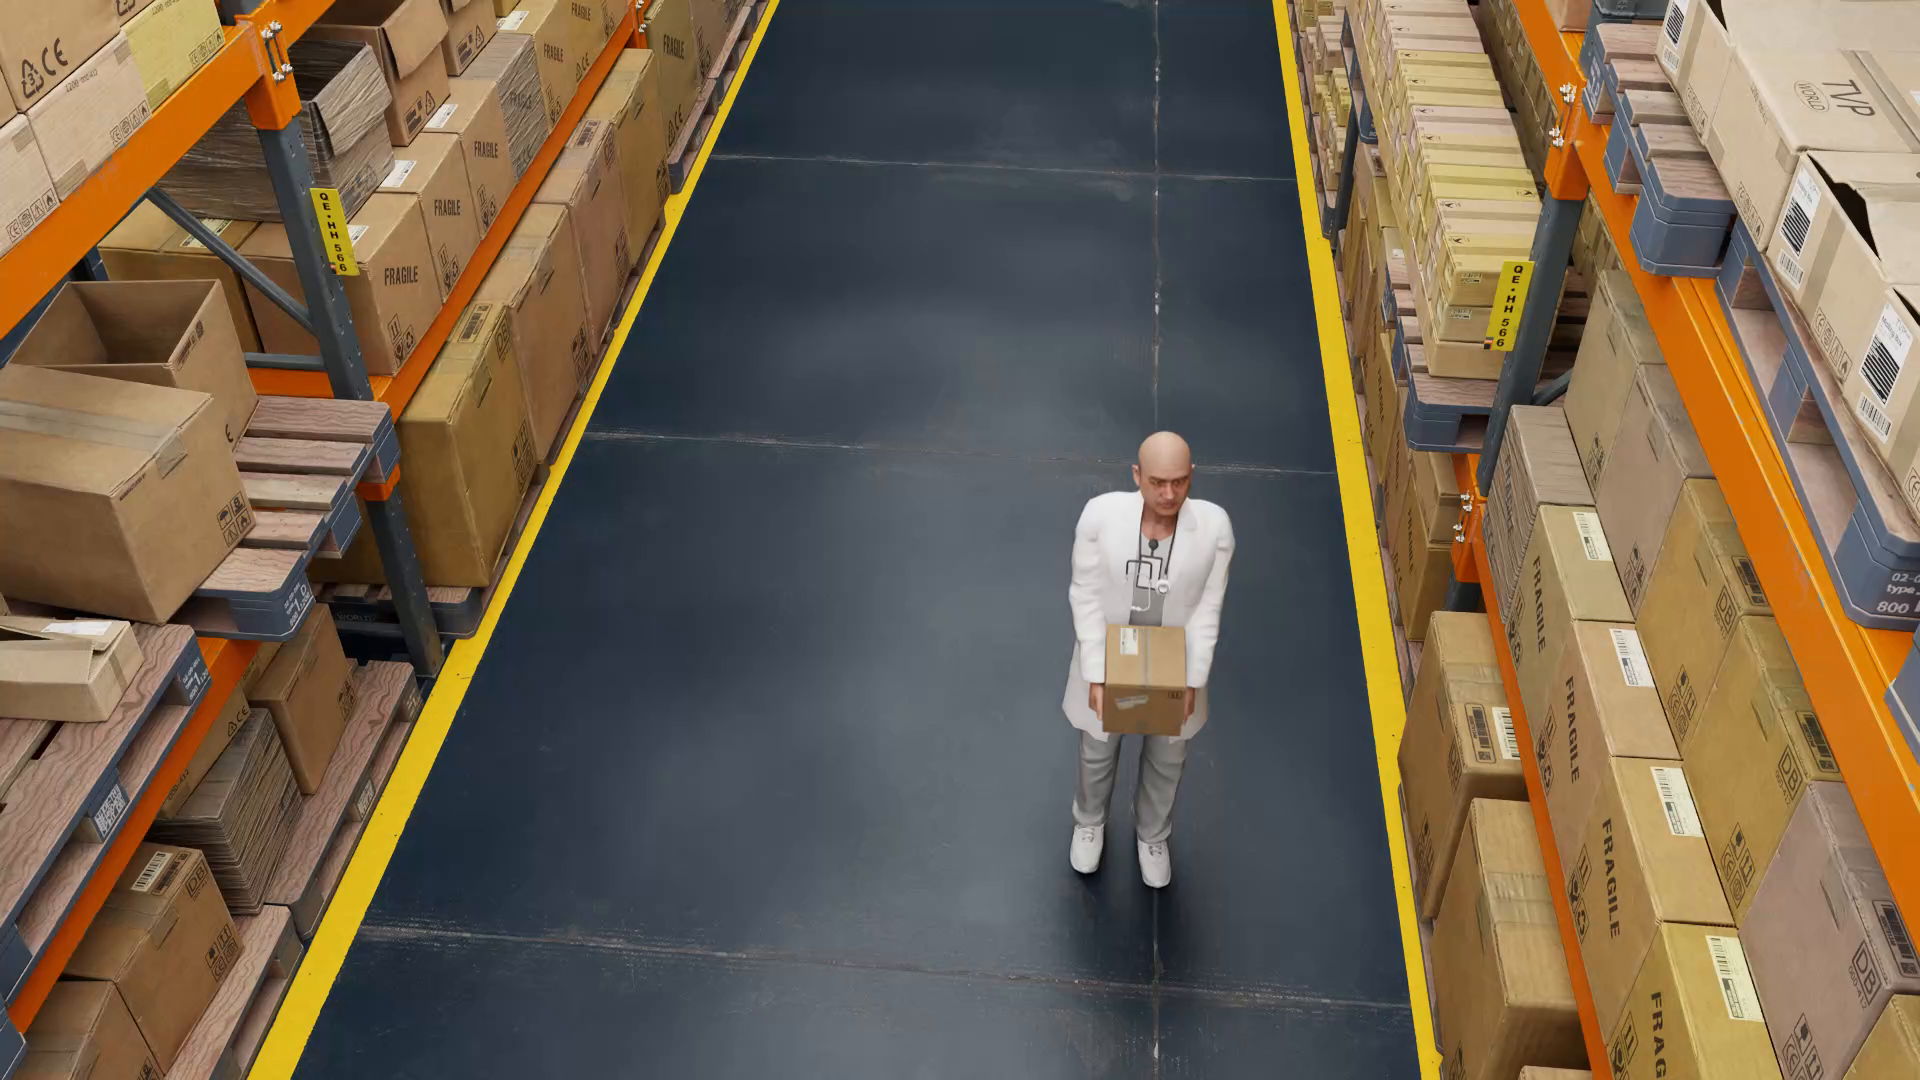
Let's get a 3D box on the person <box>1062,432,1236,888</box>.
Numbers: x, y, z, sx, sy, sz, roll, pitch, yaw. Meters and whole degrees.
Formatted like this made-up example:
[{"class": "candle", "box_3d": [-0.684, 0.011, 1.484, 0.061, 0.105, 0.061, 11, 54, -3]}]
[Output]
[{"class": "person", "box_3d": [0.614, 0.476, 5.596, 0.530, 1.769, 0.556, 3, 40, 3]}]
